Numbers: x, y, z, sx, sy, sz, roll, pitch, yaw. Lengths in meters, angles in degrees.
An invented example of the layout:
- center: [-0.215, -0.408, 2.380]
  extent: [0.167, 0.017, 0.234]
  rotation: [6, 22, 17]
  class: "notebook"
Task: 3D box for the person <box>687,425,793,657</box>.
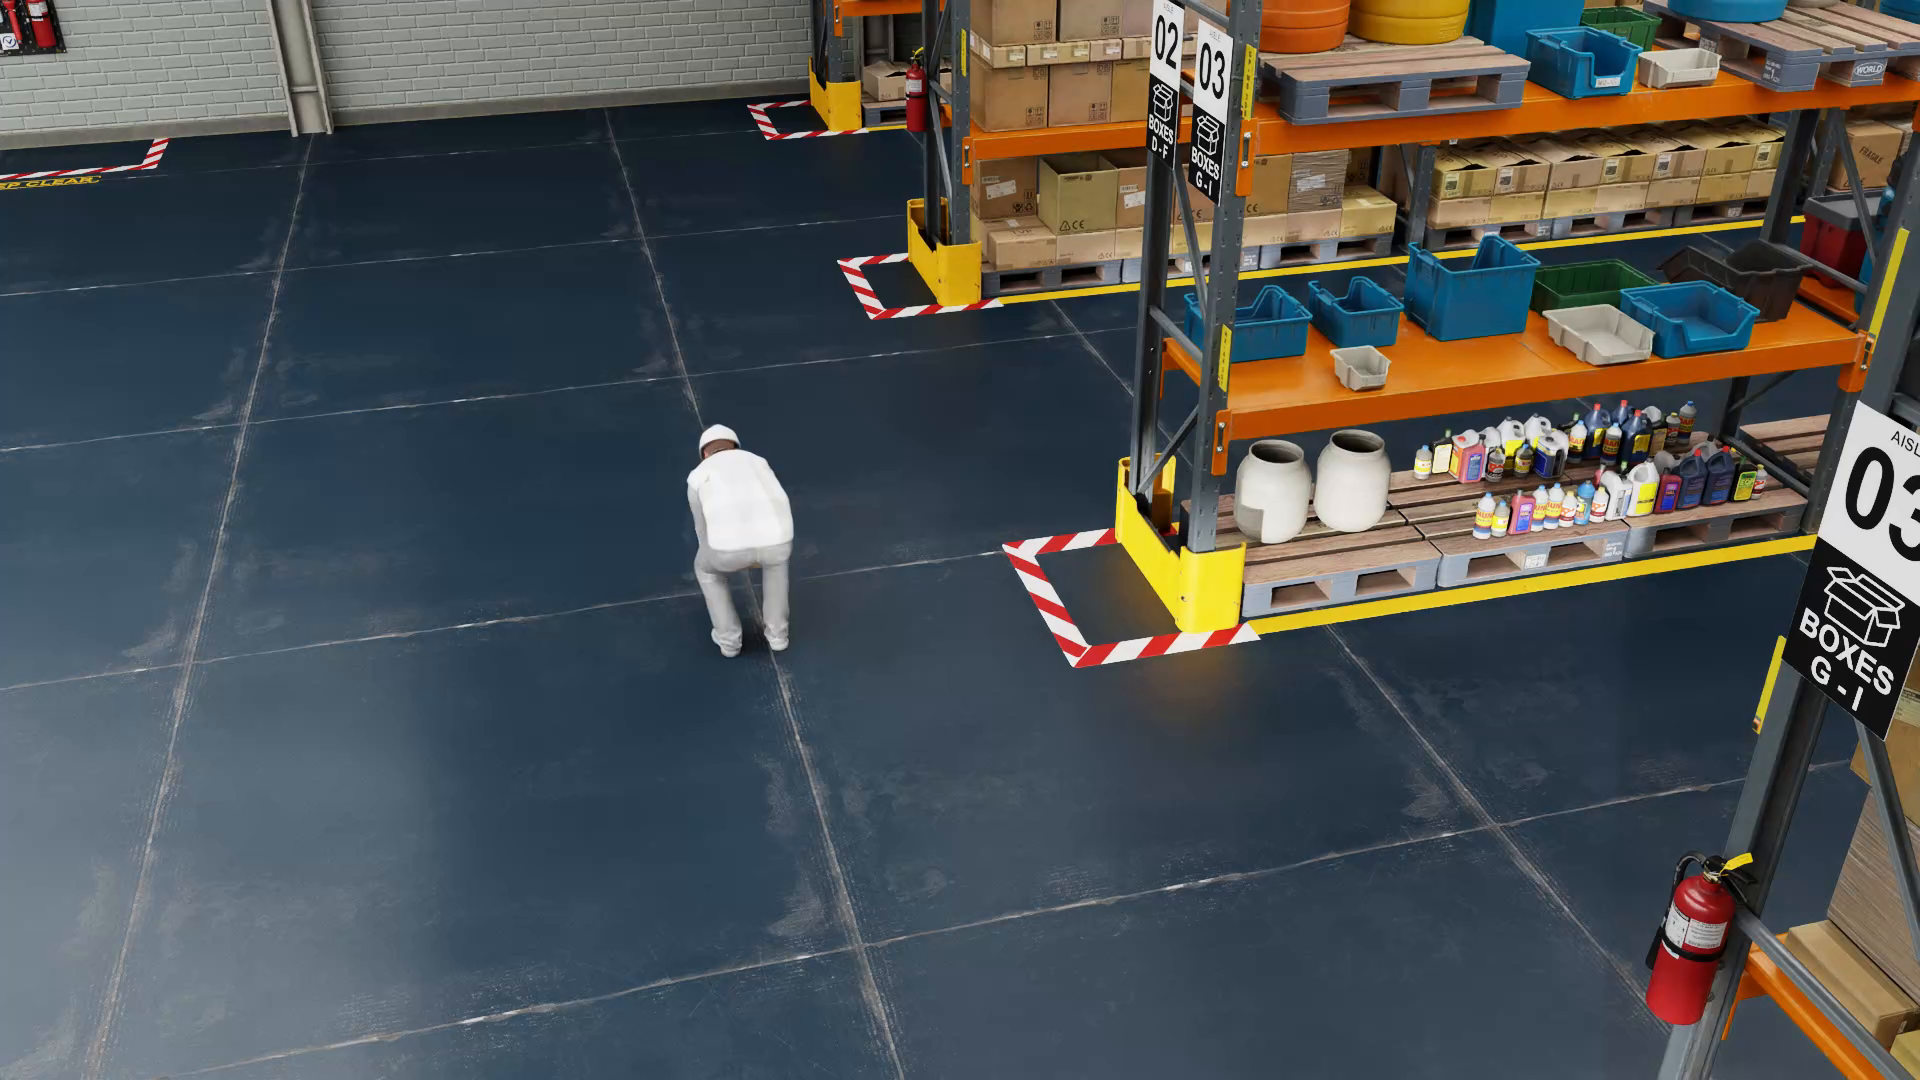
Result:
- center: [-1.188, 0.013, 8.939]
  extent: [0.513, 1.024, 0.998]
  rotation: [-9, 31, -16]
  class: "person"
